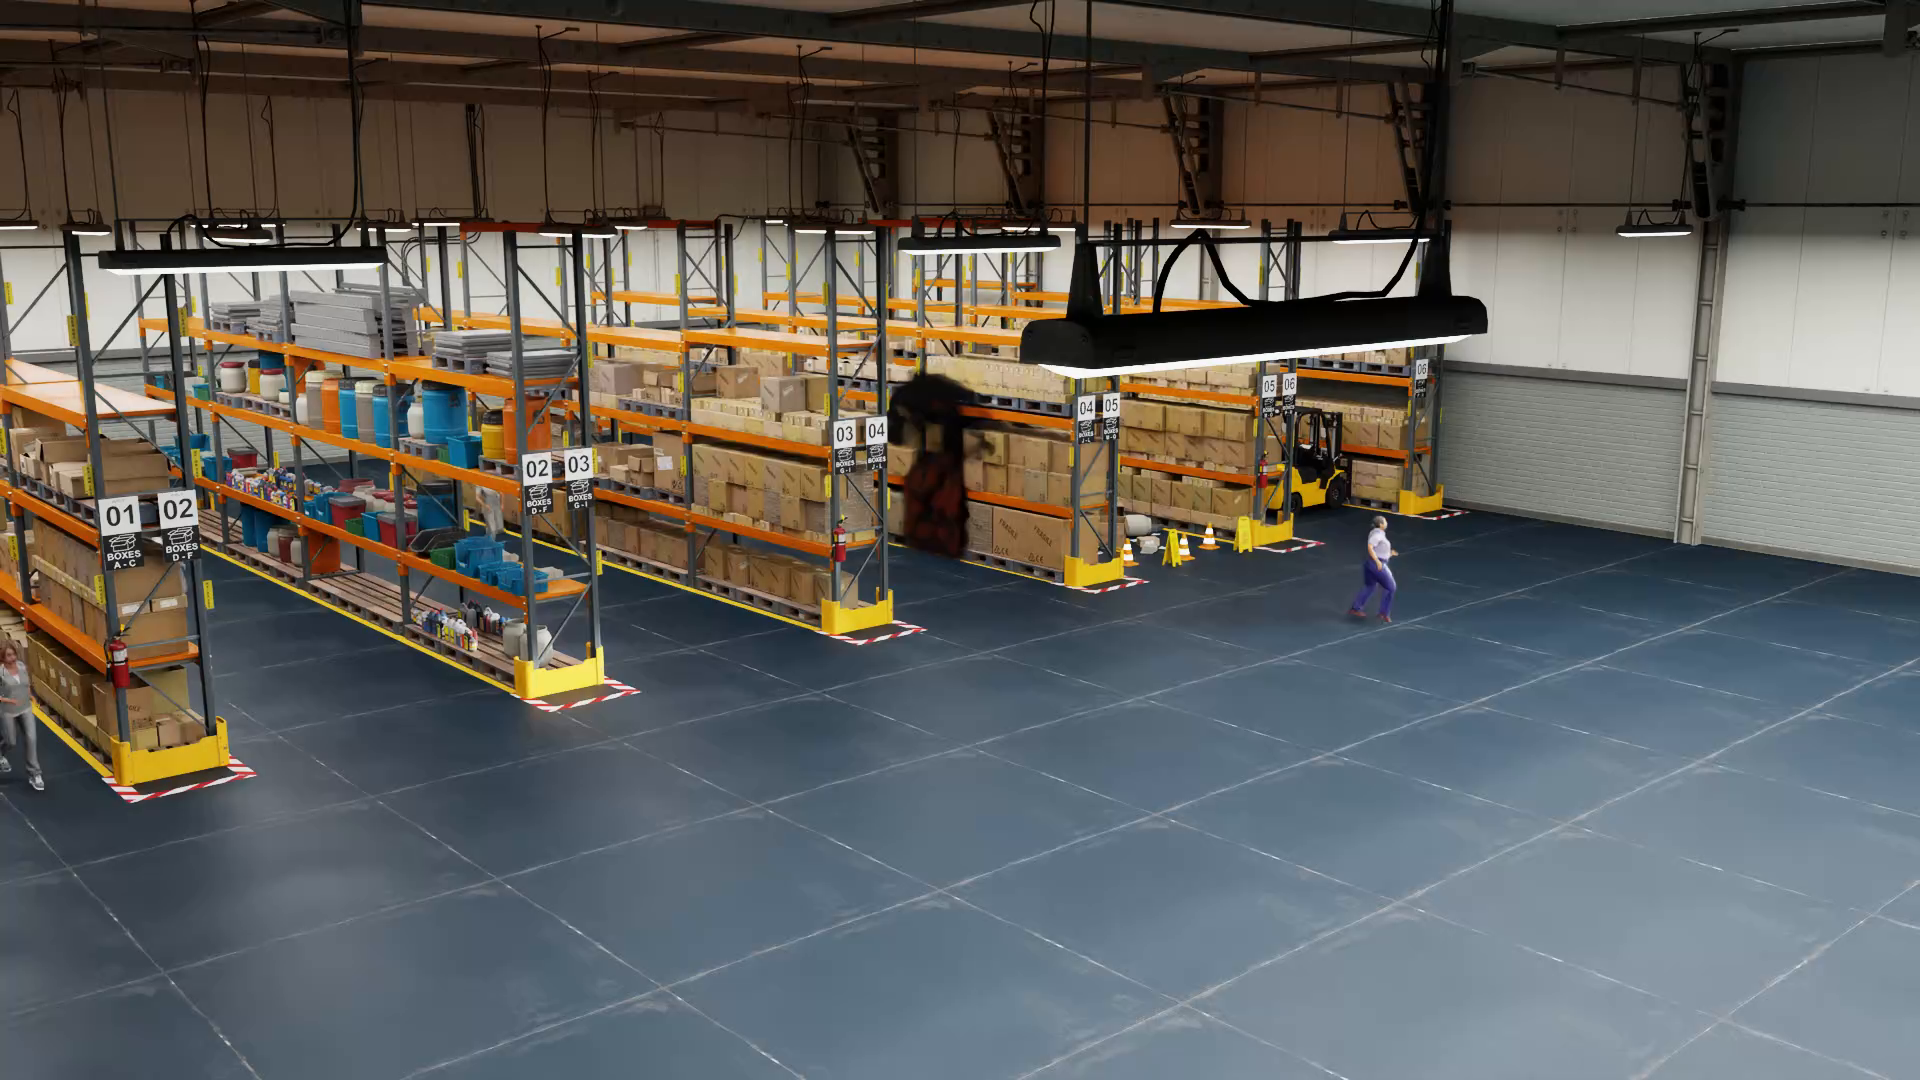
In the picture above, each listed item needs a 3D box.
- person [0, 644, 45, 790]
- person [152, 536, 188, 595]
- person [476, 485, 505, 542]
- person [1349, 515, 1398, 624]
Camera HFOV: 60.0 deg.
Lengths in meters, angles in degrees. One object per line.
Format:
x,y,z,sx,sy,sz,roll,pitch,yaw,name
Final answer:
-10.423,1.912,18.309,0.889,1.601,0.540,8,14,35,person
-12.036,0.463,25.359,0.690,1.644,0.585,9,14,38,person
-8.590,-0.545,30.487,0.579,1.629,0.638,-8,14,-34,person
6.376,0.464,25.518,0.718,1.715,0.613,-1,11,-3,person
